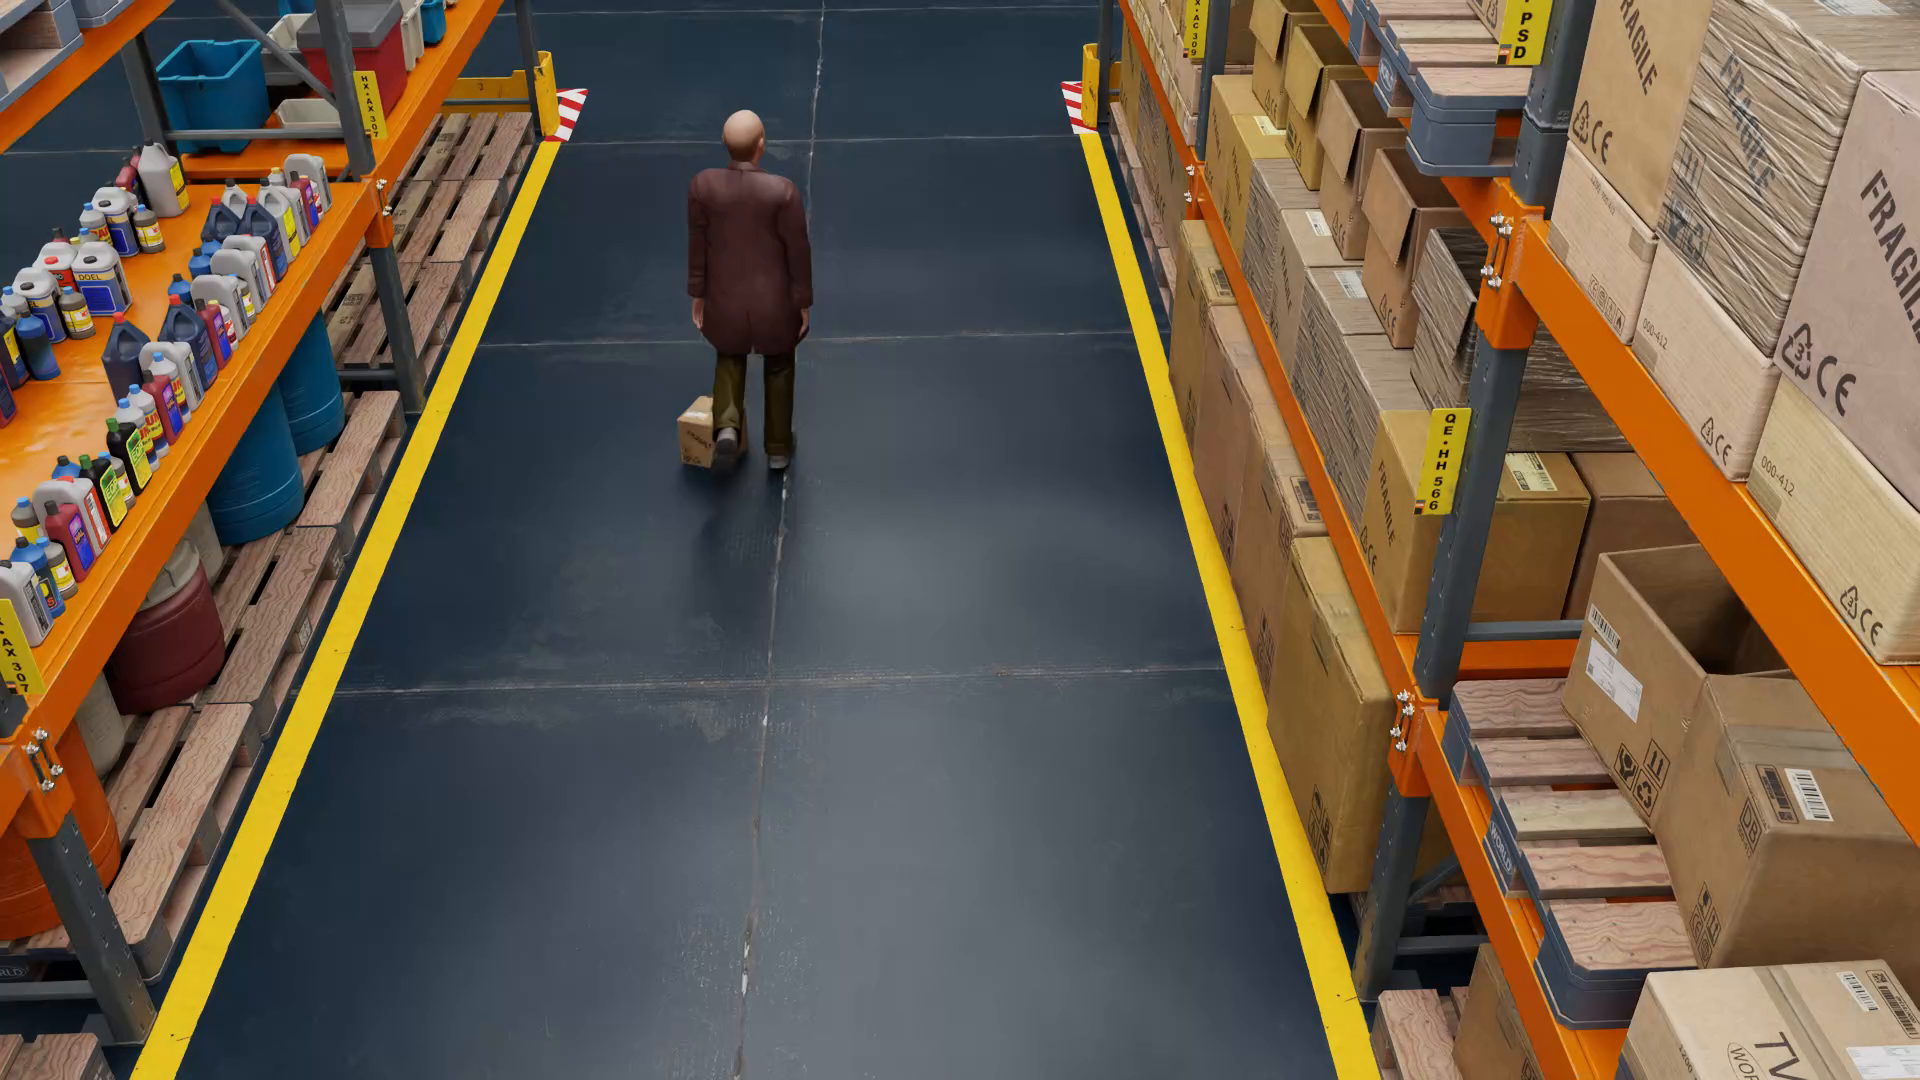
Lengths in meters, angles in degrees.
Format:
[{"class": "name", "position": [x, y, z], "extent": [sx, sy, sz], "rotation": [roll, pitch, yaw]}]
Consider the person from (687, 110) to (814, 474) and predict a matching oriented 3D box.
[{"class": "person", "position": [-0.982, -1.086, 7.683], "extent": [0.610, 1.762, 0.689], "rotation": [4, 35, 5]}]
